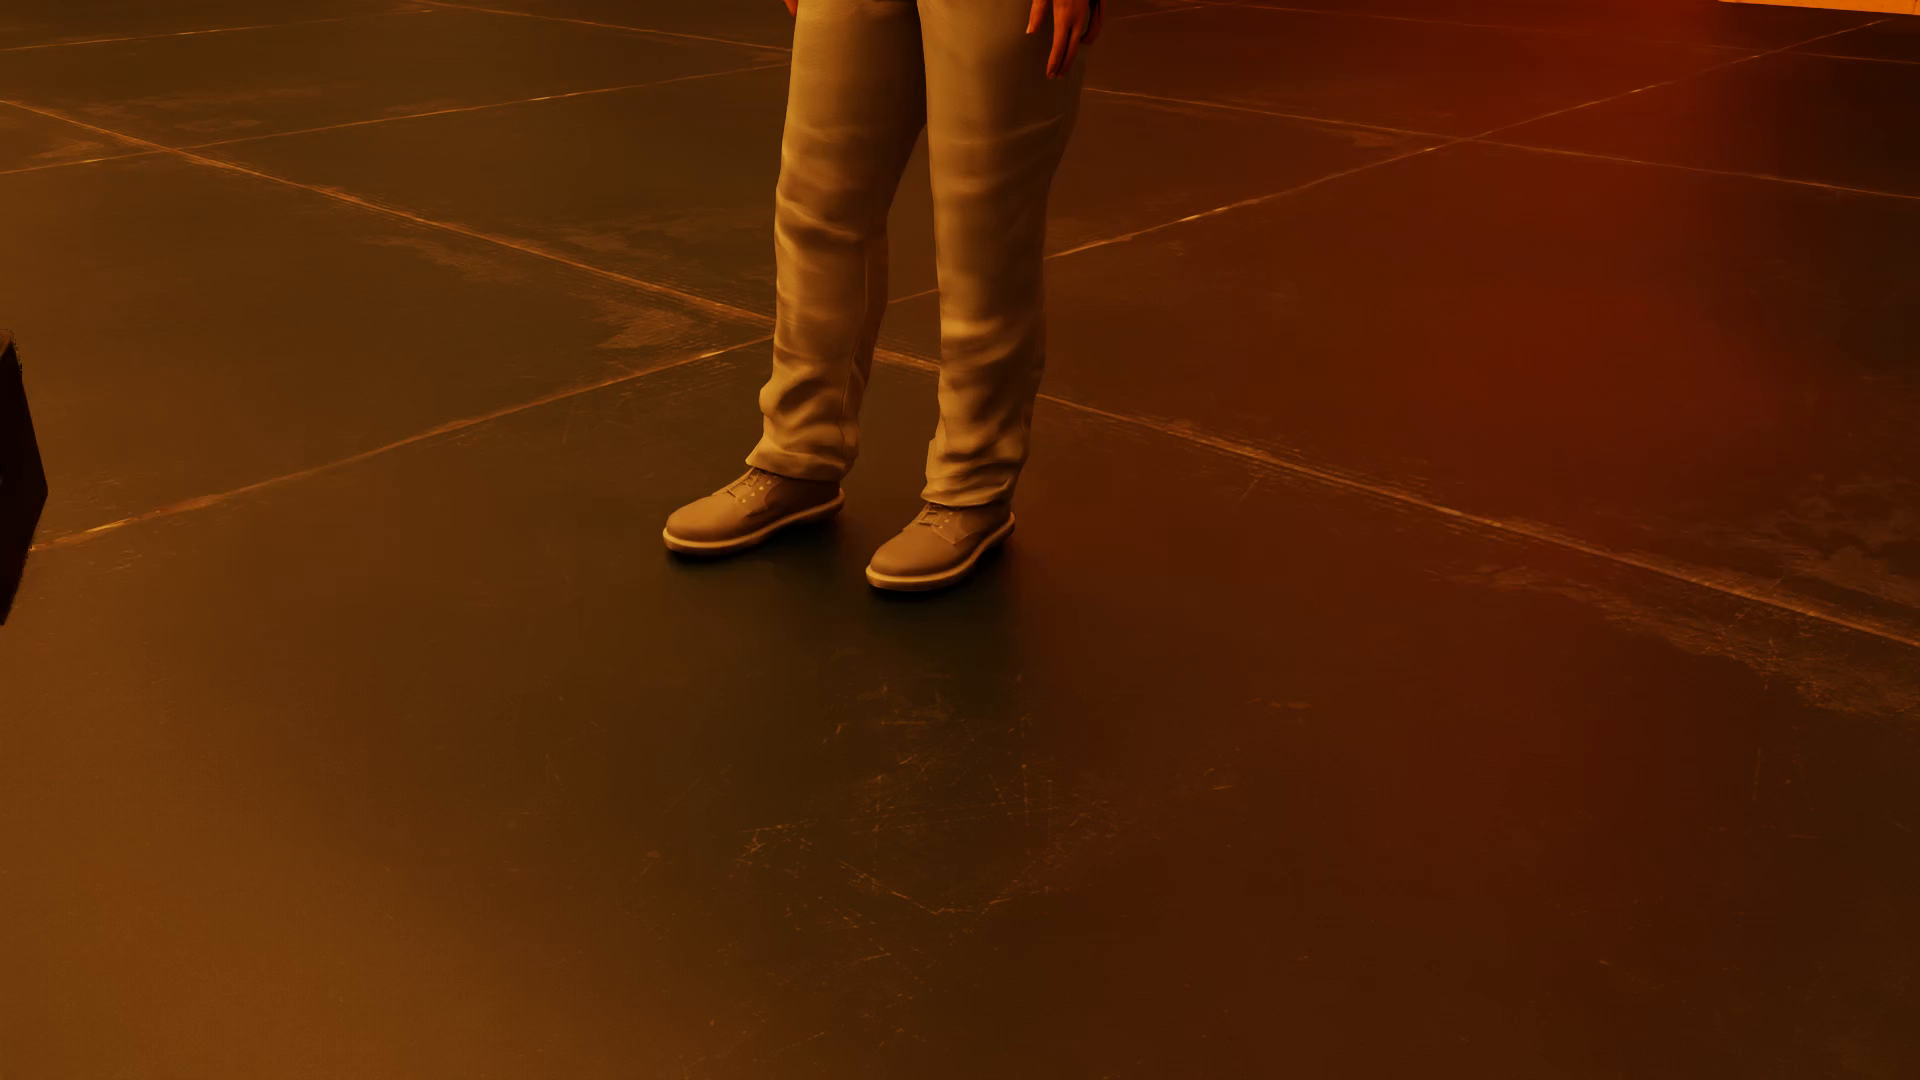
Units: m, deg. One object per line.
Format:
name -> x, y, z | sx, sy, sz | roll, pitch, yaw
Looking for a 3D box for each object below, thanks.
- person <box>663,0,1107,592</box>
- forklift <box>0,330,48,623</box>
person -> -0.069, -0.754, 2.124 | 0.598, 1.670, 0.529 | 20, 31, 38
forklift -> -2.636, -0.976, 1.077 | 3.031, 2.935, 1.130 | -8, 25, -18
